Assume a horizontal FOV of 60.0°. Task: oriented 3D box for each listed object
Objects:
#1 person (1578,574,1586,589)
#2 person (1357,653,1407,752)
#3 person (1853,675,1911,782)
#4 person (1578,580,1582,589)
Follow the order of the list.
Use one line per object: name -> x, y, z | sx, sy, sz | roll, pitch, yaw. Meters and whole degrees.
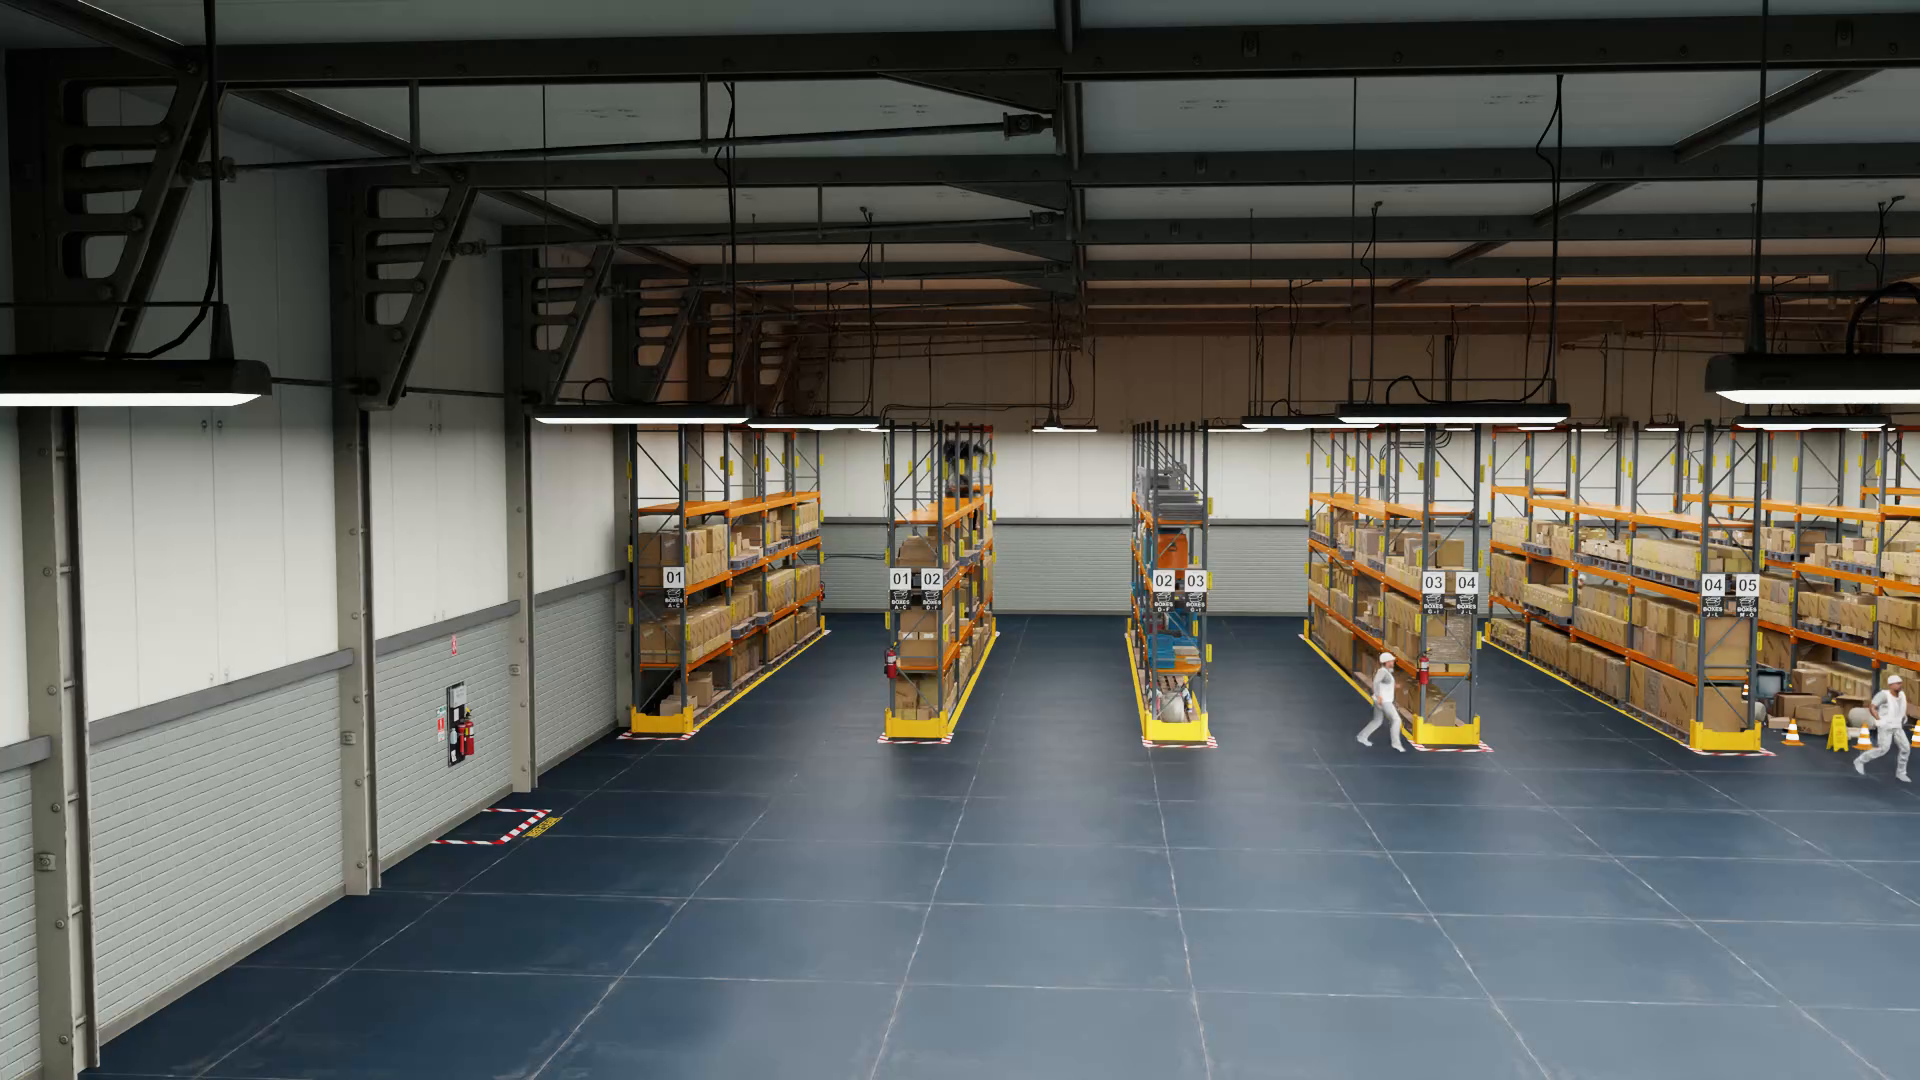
person -> 17.792, 1.828, 47.597 | 0.777, 1.709, 0.741 | 0, 4, -3
person -> 7.651, 2.941, 30.159 | 0.871, 1.813, 0.683 | 0, 4, 5
person -> 15.410, 3.124, 27.629 | 0.892, 1.774, 0.706 | -2, 4, -25
person -> 16.585, 2.005, 44.590 | 0.673, 1.841, 0.950 | 0, 4, 0
